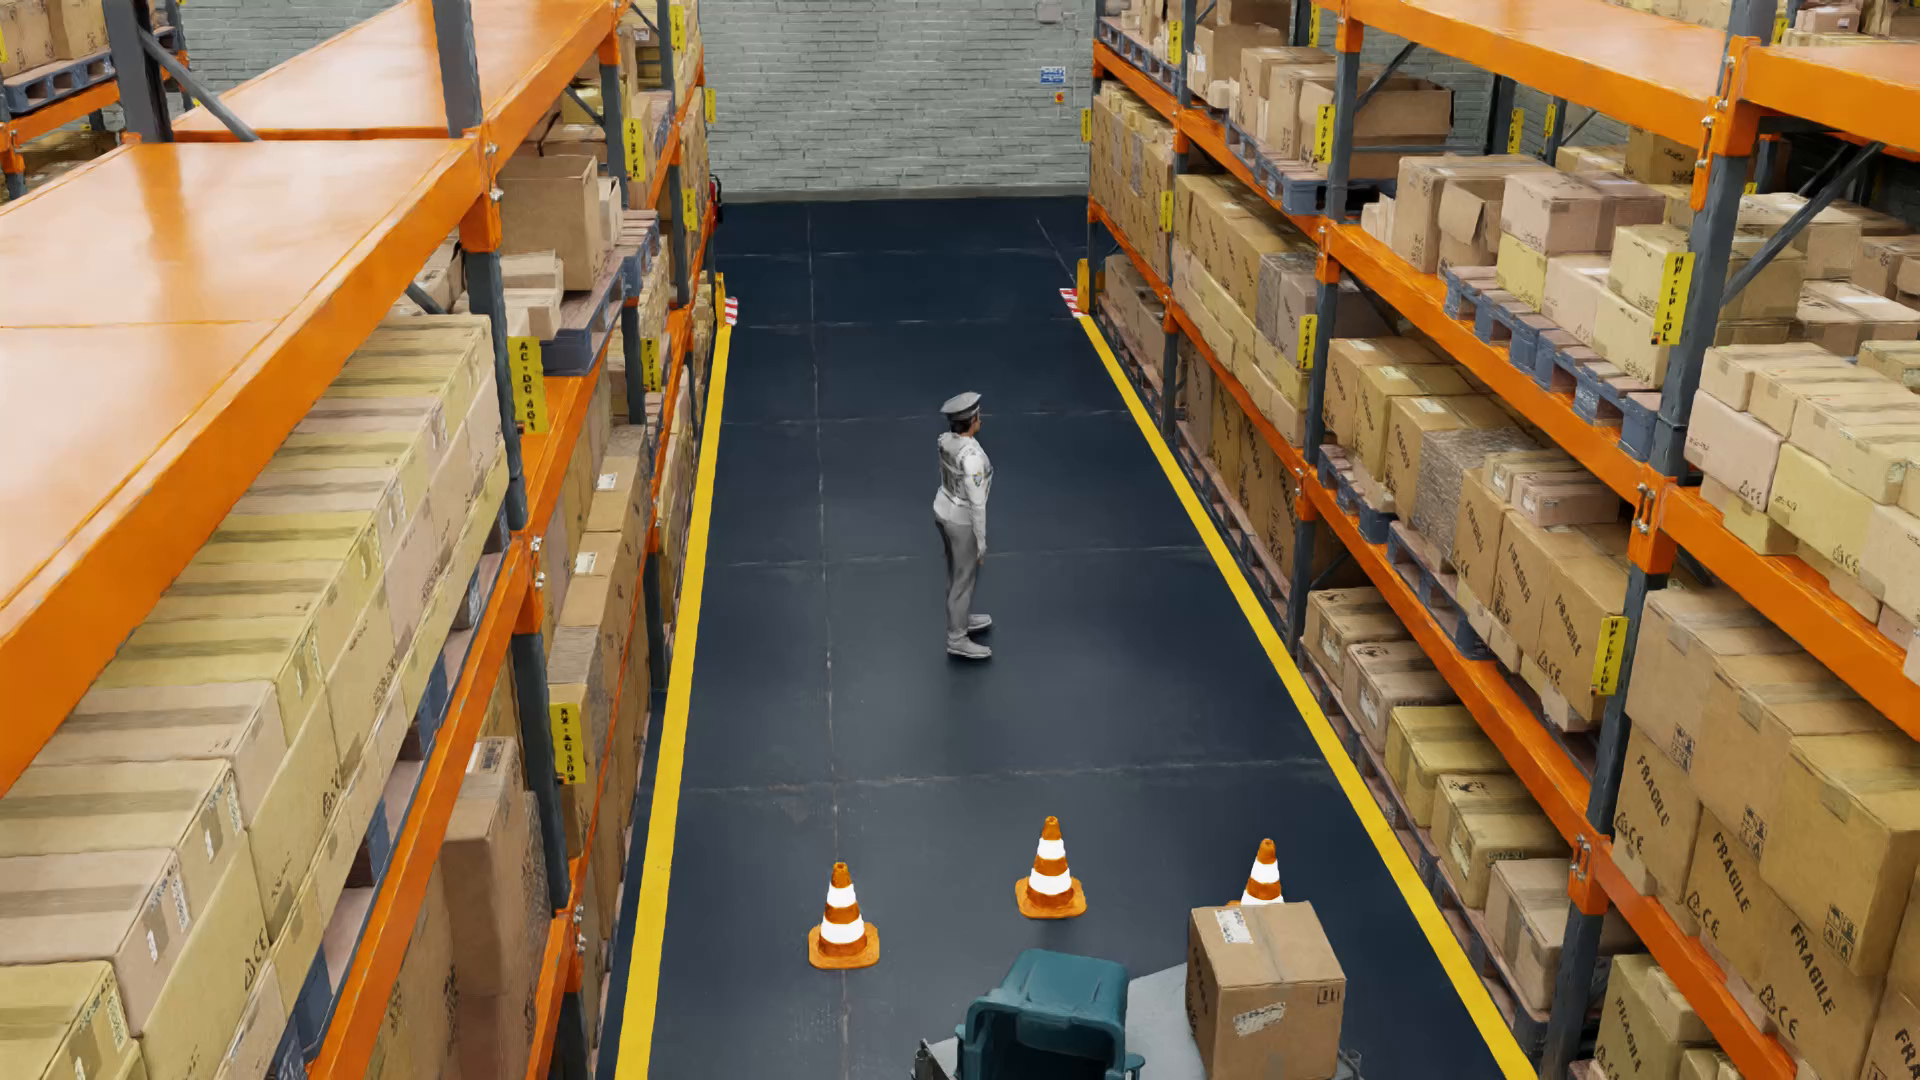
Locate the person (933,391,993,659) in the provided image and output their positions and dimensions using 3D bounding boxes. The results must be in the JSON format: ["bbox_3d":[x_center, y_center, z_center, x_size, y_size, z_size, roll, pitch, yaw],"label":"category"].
[{"bbox_3d":[0.063,-0.117,10.489,0.431,1.683,0.541,-11,26,-23],"label":"person"}]
